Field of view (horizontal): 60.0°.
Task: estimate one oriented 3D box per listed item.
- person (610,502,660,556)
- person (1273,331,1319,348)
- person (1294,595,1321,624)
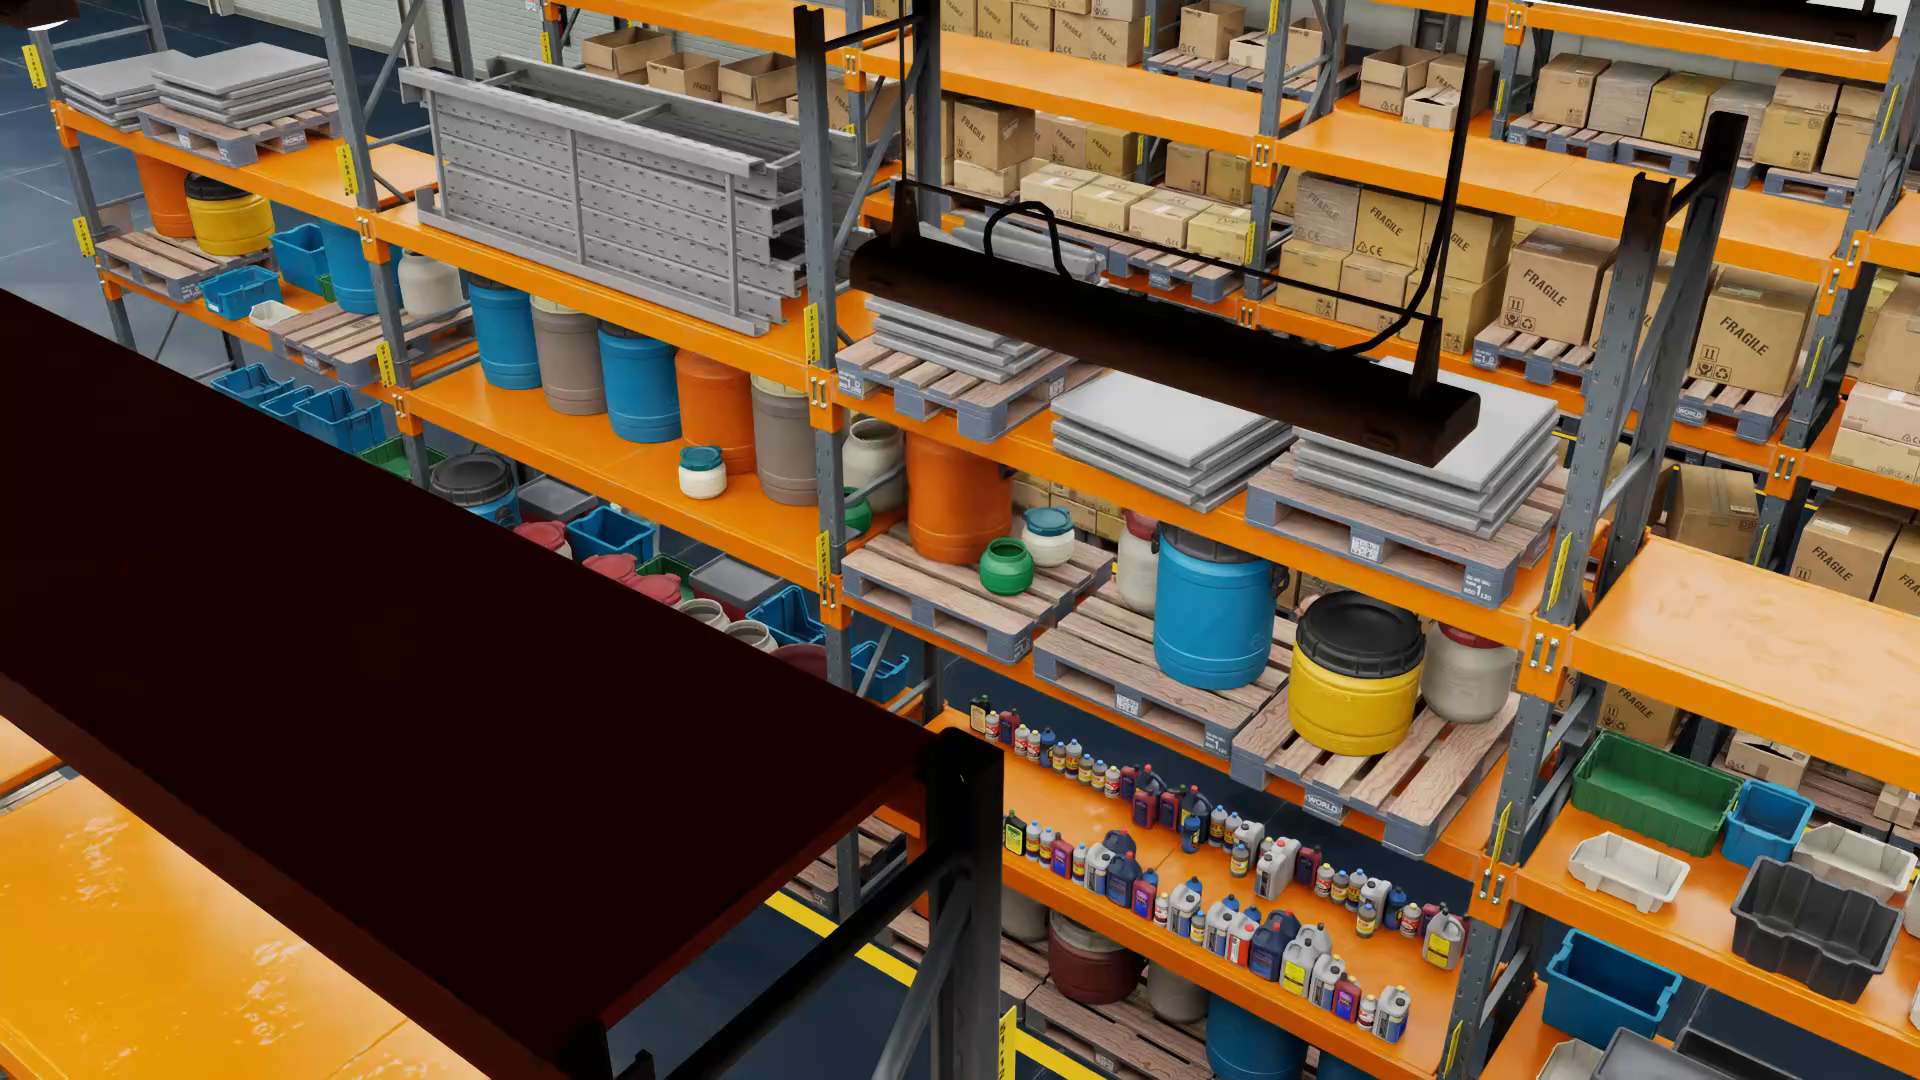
[{"bbox_3d":[-2.739,-0.201,14.096,0.422,1.564,0.802,-8,32,-12],"label":"person"},{"bbox_3d":[3.070,-1.418,15.892,0.626,1.769,0.571,-25,40,-35],"label":"person"},{"bbox_3d":[2.321,1.037,11.527,1.150,1.602,0.583,24,39,34],"label":"person"}]
